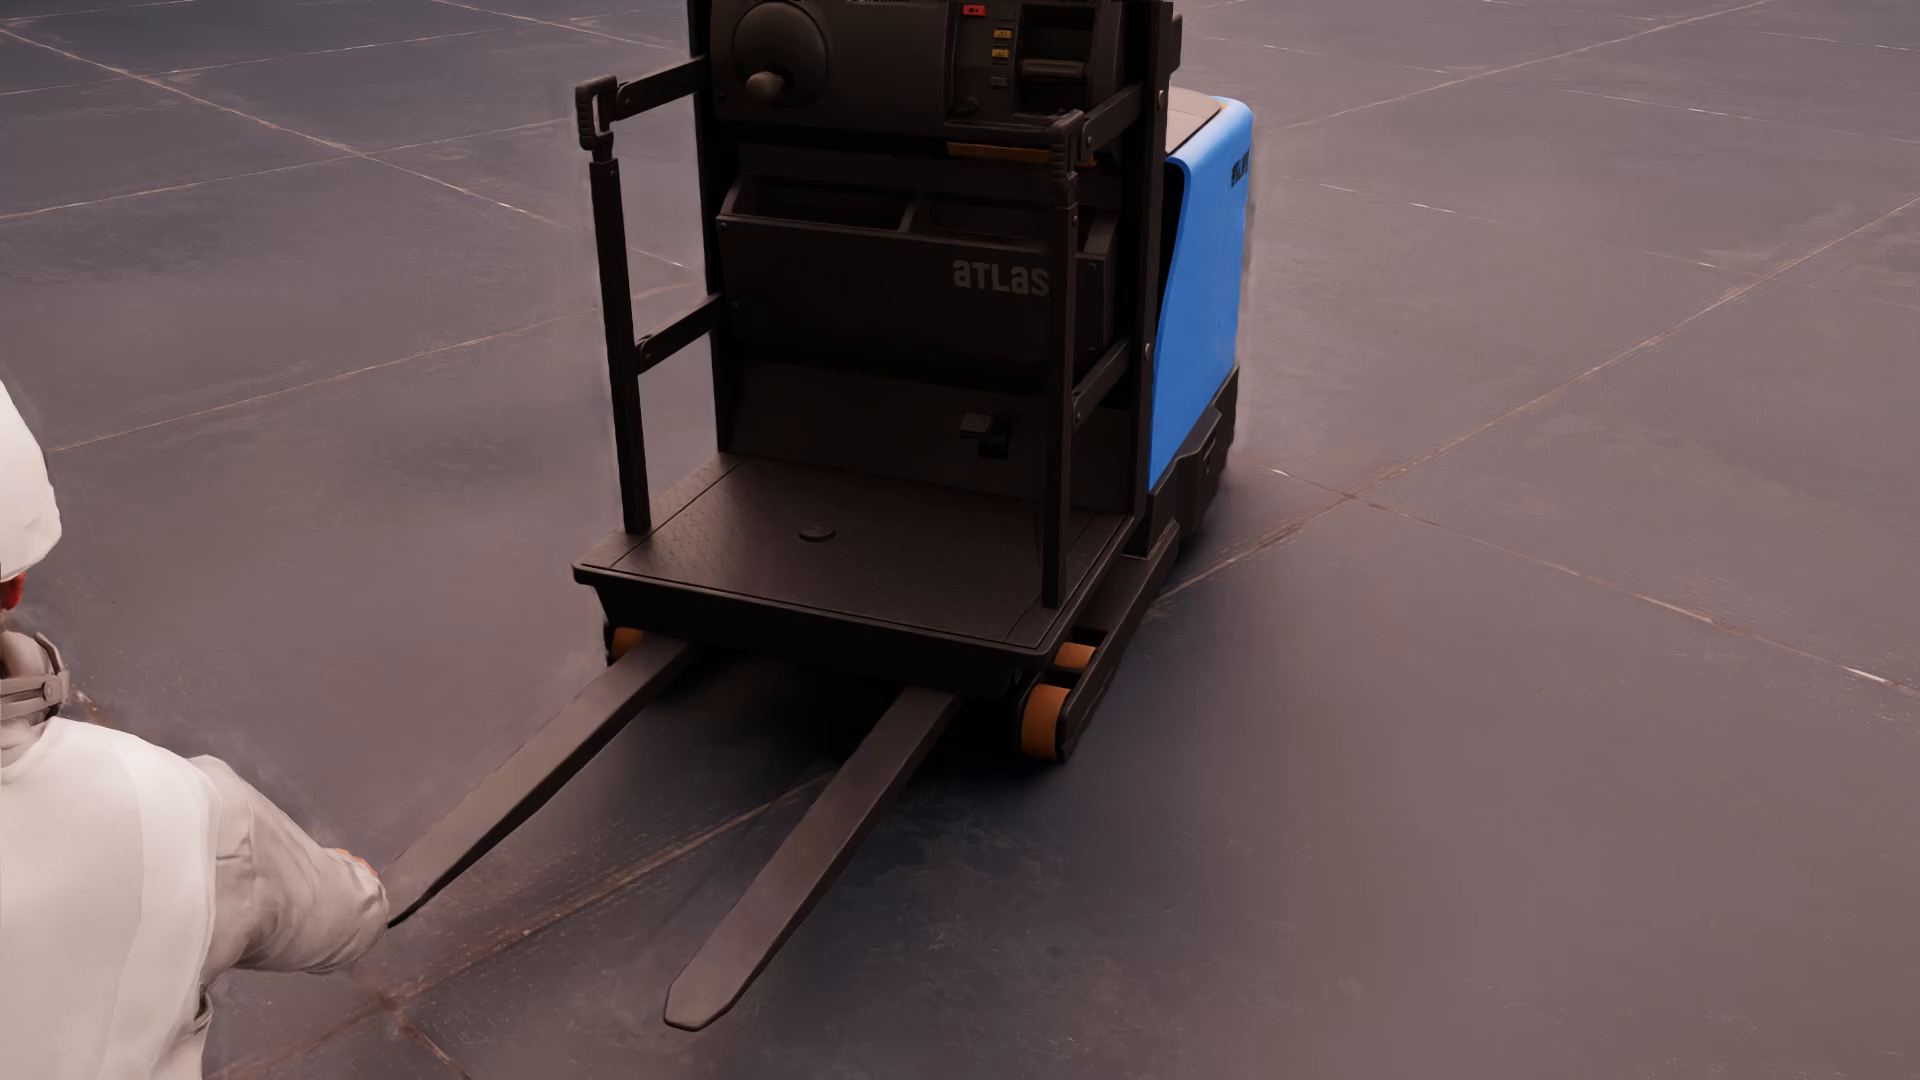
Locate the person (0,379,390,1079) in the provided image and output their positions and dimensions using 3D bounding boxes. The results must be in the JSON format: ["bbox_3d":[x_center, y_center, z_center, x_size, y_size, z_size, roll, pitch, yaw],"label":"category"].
[{"bbox_3d":[-0.844,0.570,1.512,0.787,1.650,0.622,-17,31,-31],"label":"person"}]

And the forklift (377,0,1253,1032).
[{"bbox_3d":[-0.175,-1.047,3.349,1.130,2.935,3.031,9,28,19],"label":"forklift"}]
